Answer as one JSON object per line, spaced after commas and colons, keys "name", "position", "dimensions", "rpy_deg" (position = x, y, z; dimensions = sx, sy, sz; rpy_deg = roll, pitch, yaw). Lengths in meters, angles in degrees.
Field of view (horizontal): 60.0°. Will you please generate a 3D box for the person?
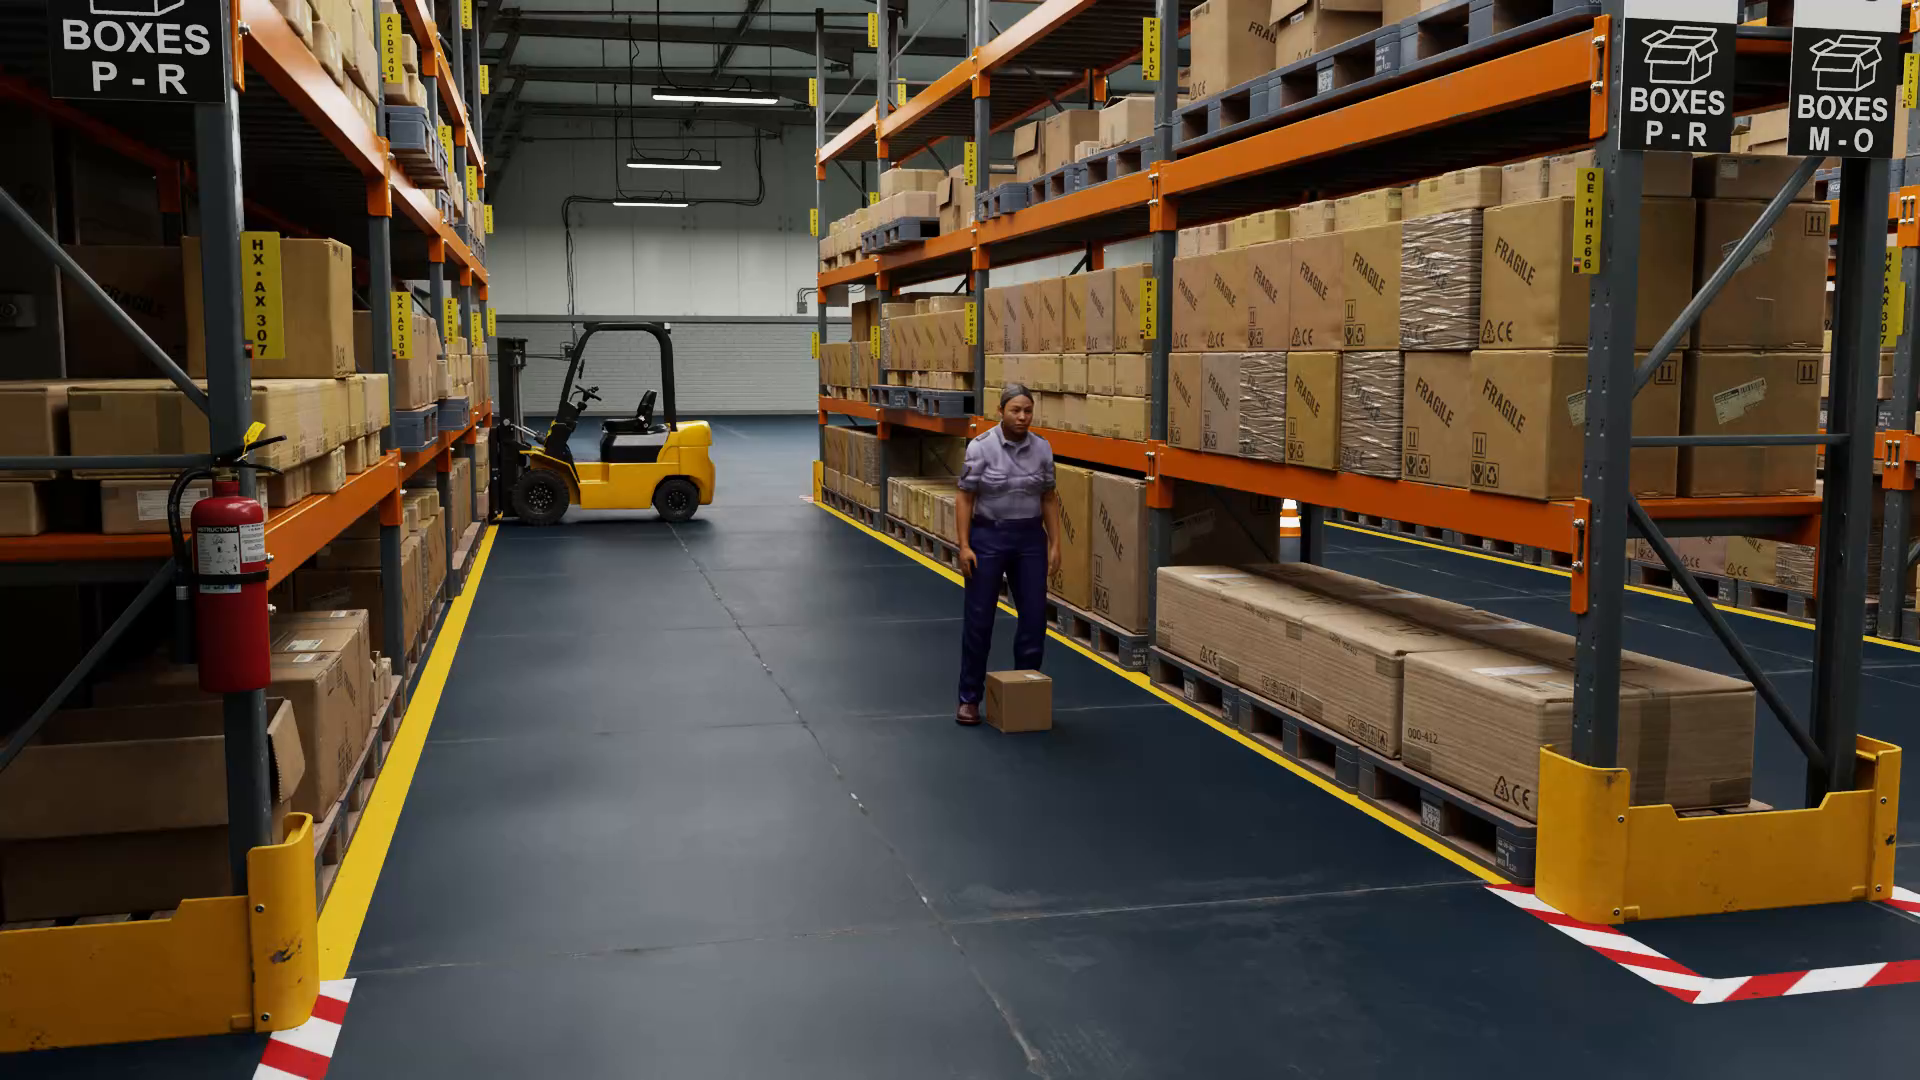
{"name": "person", "position": [0.234, 0.060, 8.171], "dimensions": [0.559, 1.652, 0.417], "rpy_deg": [-2, 6, -16]}
